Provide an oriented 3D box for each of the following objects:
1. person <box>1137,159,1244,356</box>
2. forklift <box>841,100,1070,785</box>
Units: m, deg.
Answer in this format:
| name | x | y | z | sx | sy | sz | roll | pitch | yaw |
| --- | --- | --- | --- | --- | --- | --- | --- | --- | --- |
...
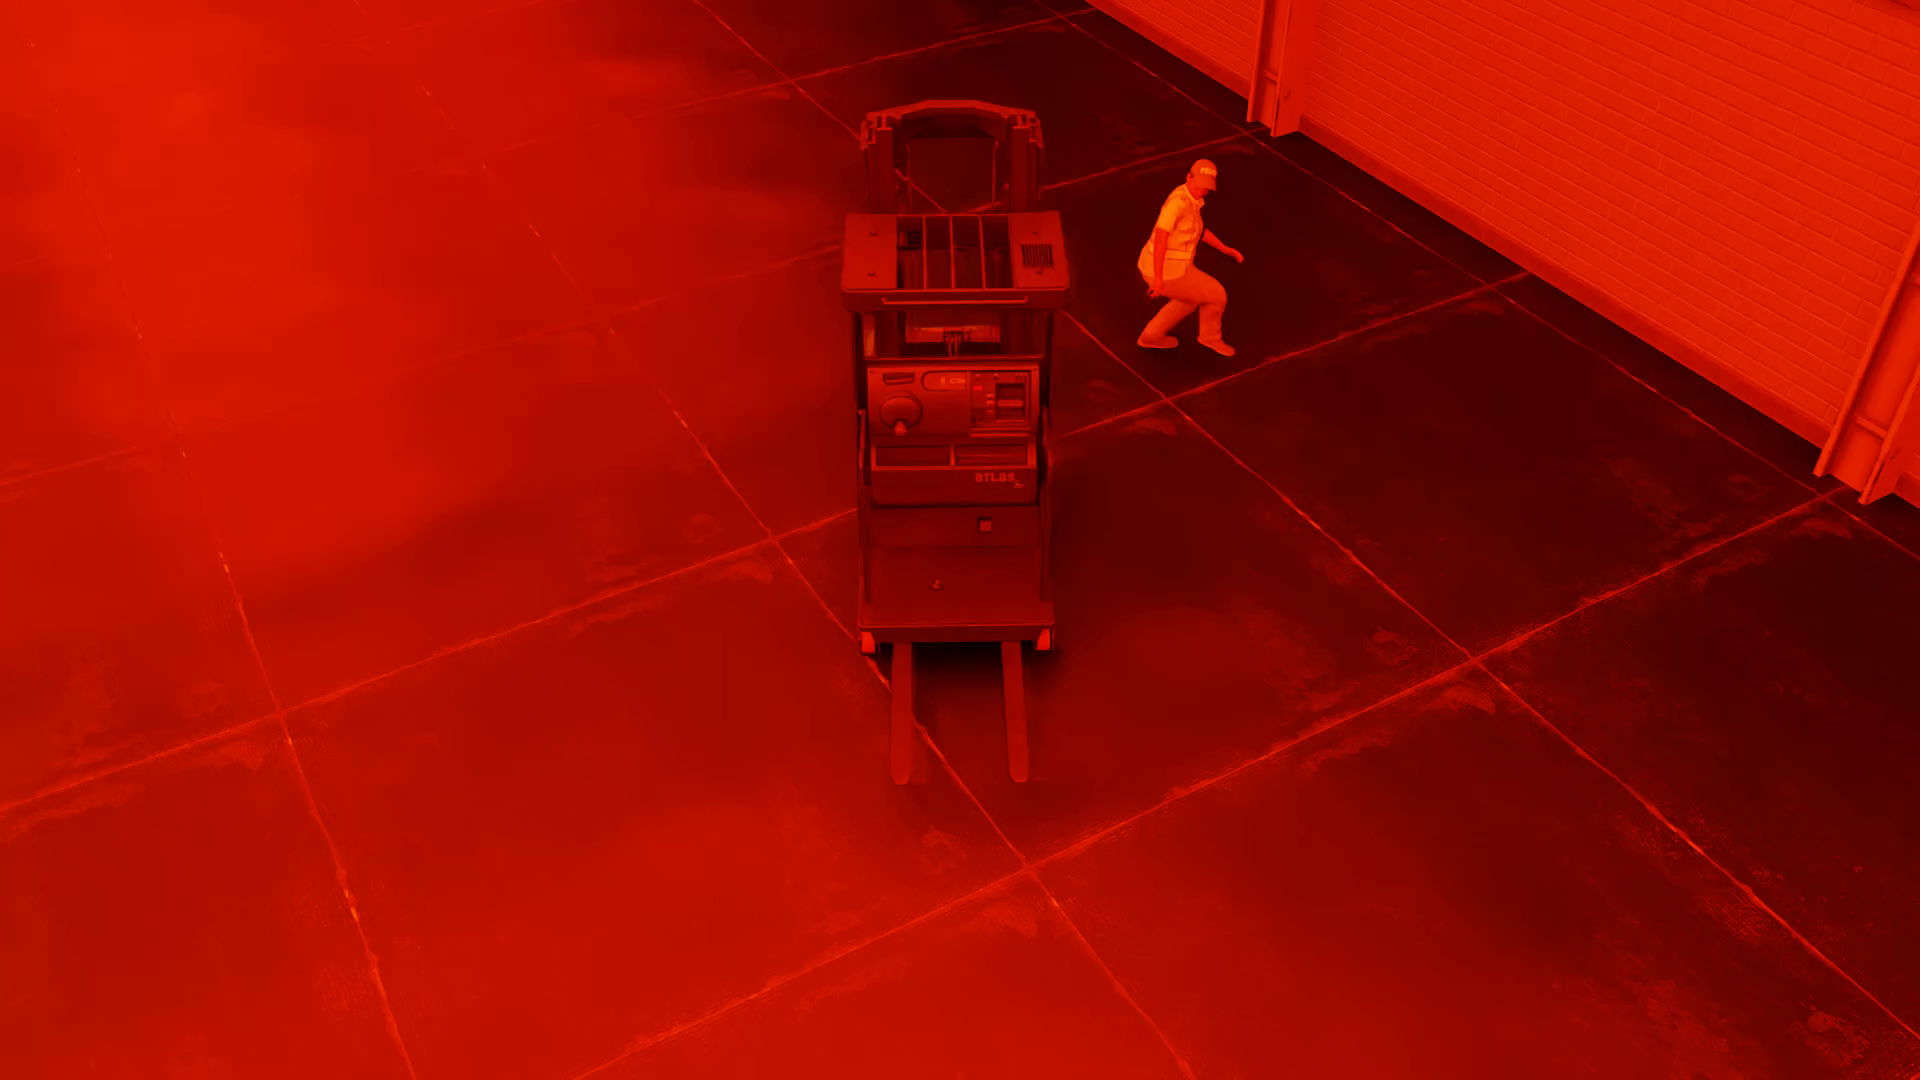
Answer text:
| name | x | y | z | sx | sy | sz | roll | pitch | yaw |
| --- | --- | --- | --- | --- | --- | --- | --- | --- | --- |
| person | 1.604 | -1.876 | 11.455 | 0.748 | 1.487 | 0.703 | -1 | 40 | -1 |
| forklift | -0.028 | -0.682 | 8.859 | 1.130 | 2.935 | 3.031 | -1 | 40 | -1 |
